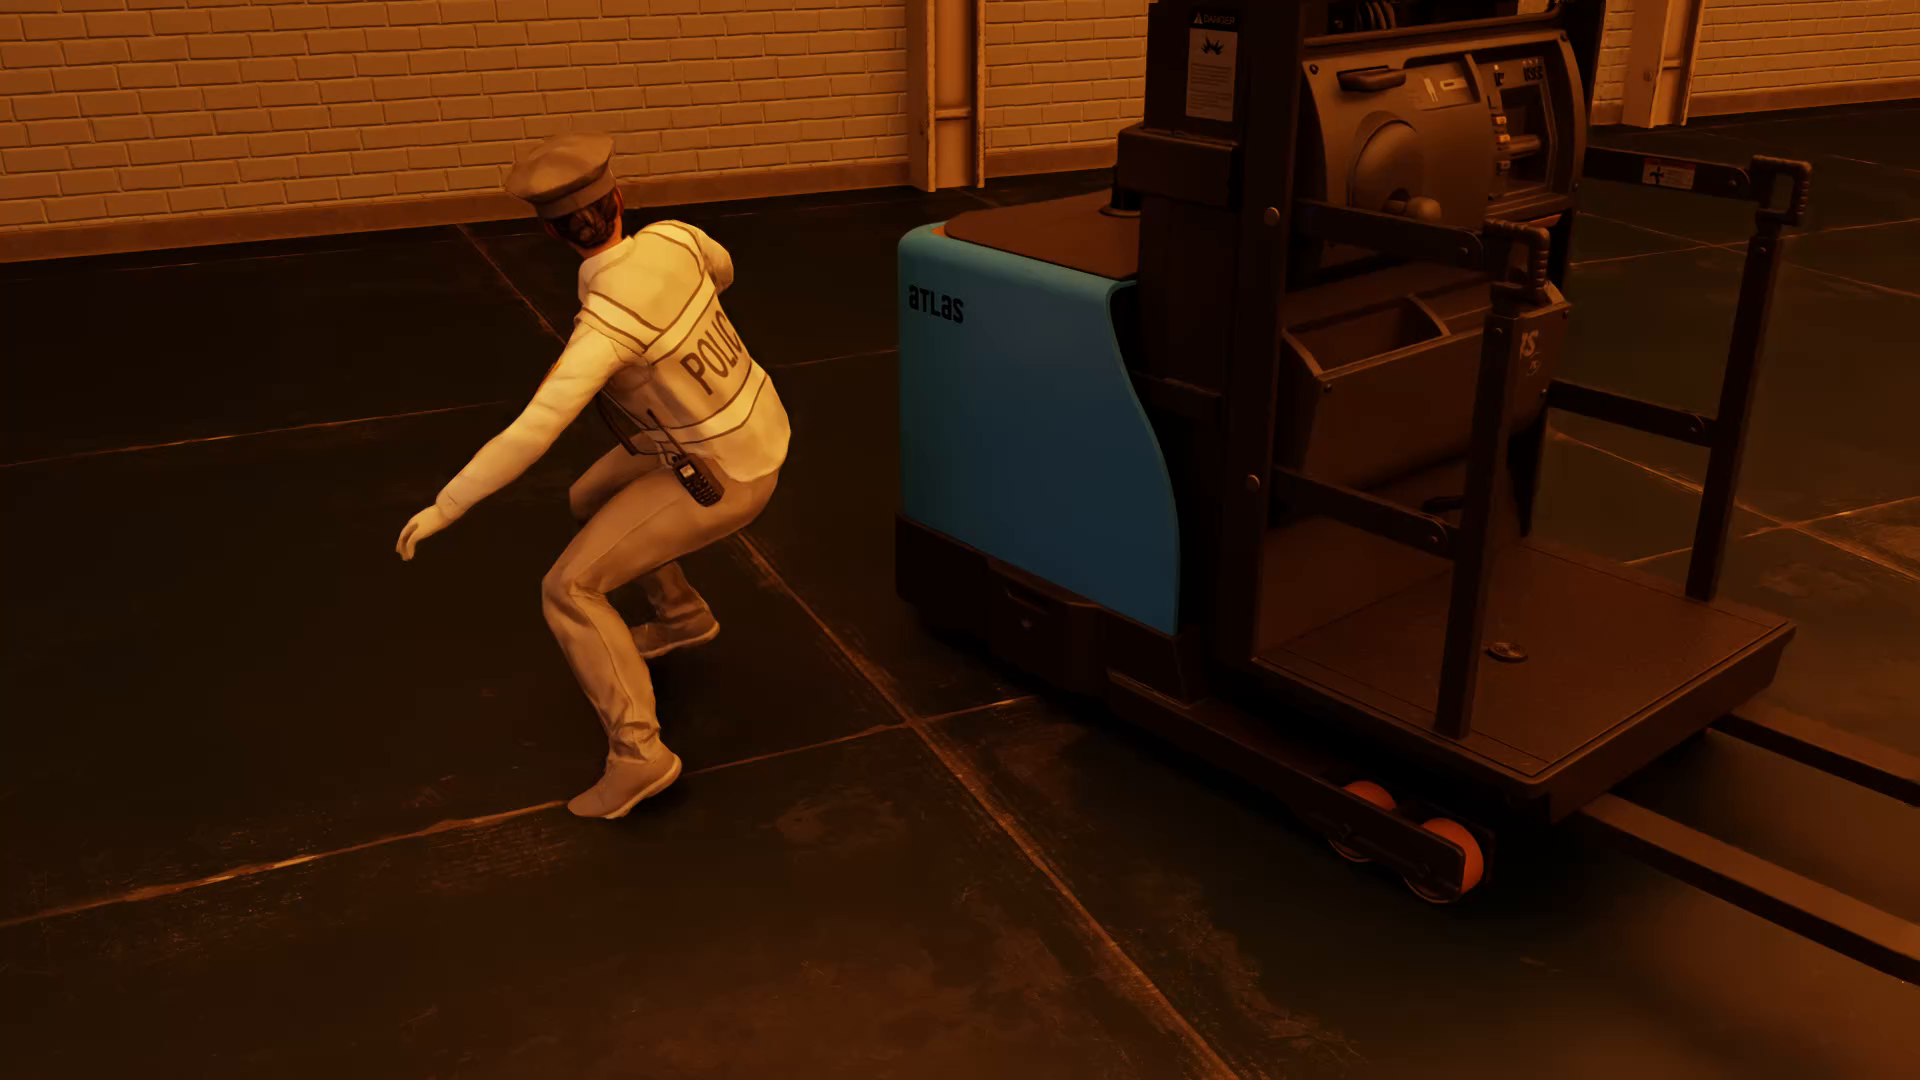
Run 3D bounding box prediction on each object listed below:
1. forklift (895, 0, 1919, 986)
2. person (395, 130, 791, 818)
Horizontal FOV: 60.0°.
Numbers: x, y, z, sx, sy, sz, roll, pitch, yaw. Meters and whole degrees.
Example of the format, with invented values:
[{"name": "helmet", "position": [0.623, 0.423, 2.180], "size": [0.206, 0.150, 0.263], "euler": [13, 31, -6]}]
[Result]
[{"name": "forklift", "position": [1.164, -0.842, 3.314], "size": [1.130, 2.935, 3.031], "euler": [-18, 29, -37]}, {"name": "person", "position": [-0.789, -0.177, 3.746], "size": [0.787, 1.450, 0.805], "euler": [2, 23, 5]}]
